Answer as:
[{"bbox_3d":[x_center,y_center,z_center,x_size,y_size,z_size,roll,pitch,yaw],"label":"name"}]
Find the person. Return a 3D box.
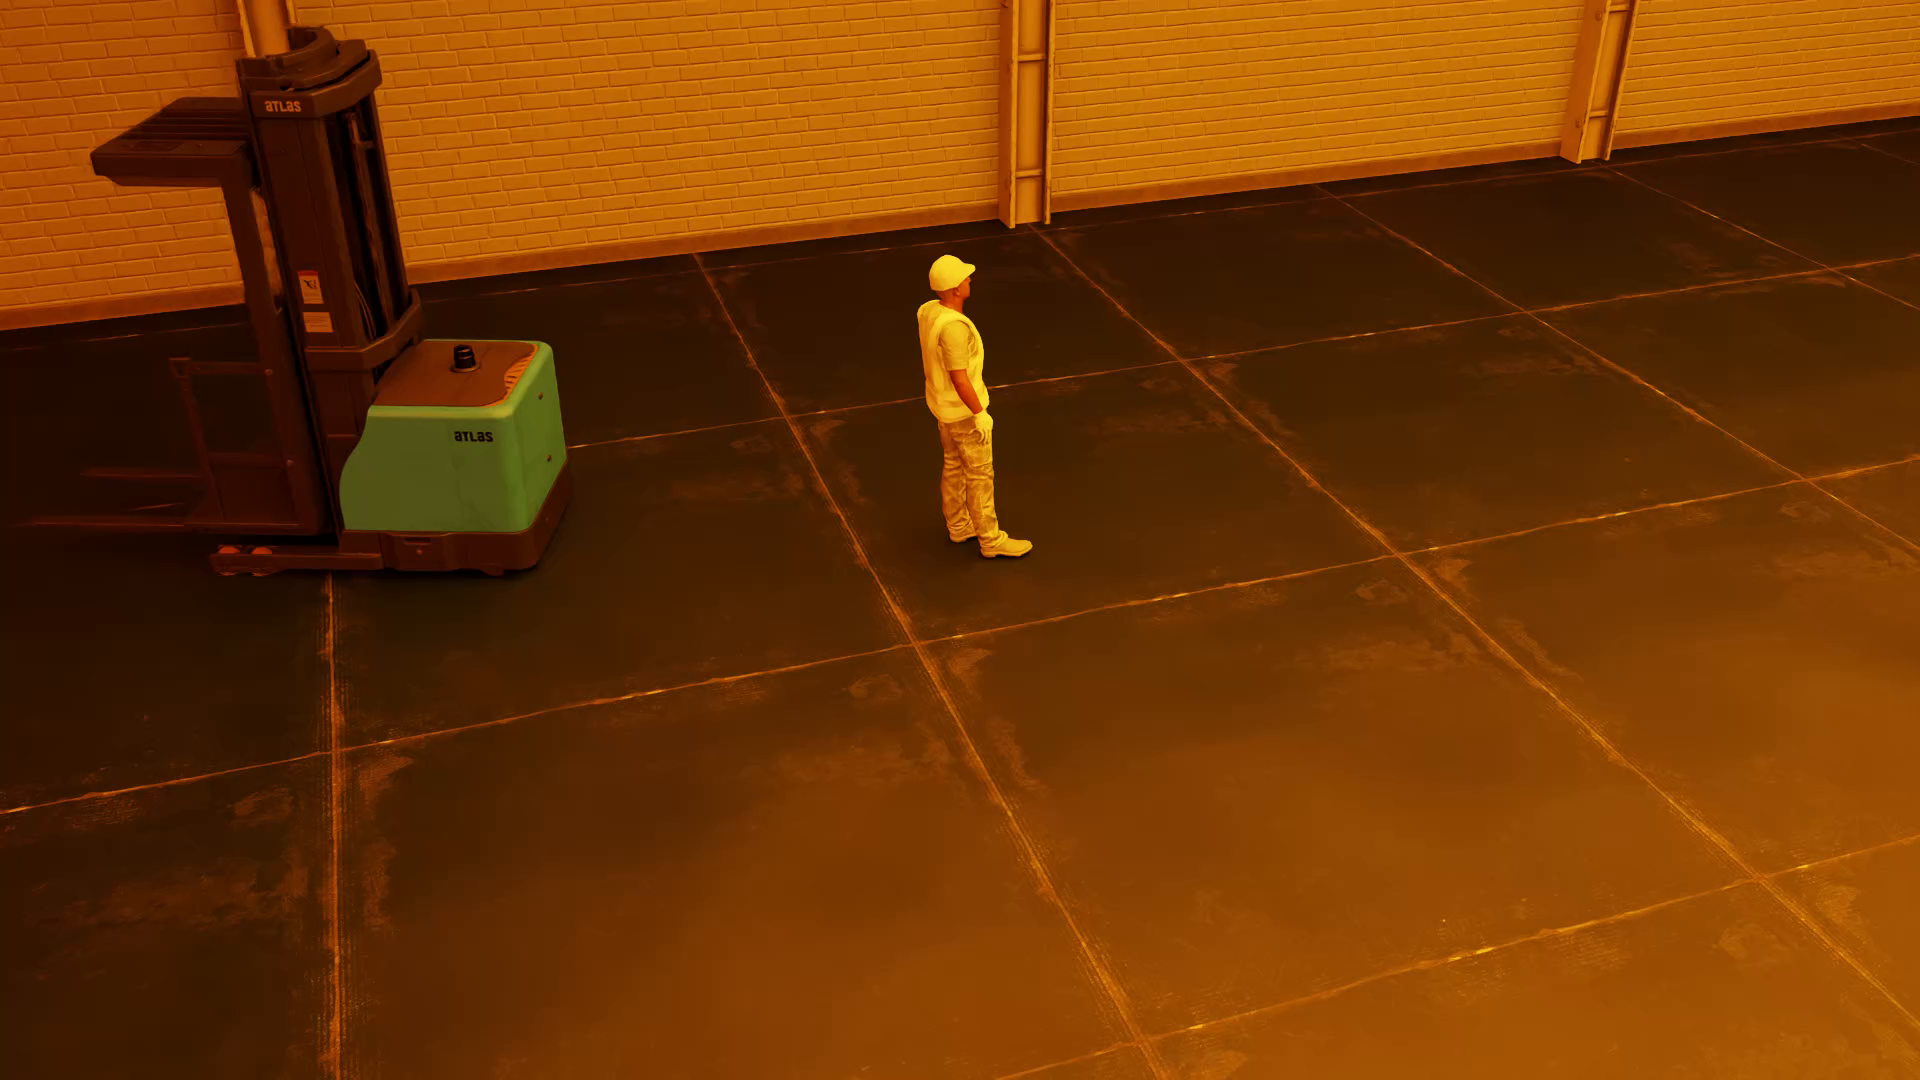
[{"bbox_3d":[0.071,-0.787,9.591,0.575,1.785,0.657,-10,31,-16],"label":"person"}]

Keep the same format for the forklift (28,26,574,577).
[{"bbox_3d":[-3.947,-1.321,9.383,3.031,2.935,1.130,1,30,2],"label":"forklift"}]
